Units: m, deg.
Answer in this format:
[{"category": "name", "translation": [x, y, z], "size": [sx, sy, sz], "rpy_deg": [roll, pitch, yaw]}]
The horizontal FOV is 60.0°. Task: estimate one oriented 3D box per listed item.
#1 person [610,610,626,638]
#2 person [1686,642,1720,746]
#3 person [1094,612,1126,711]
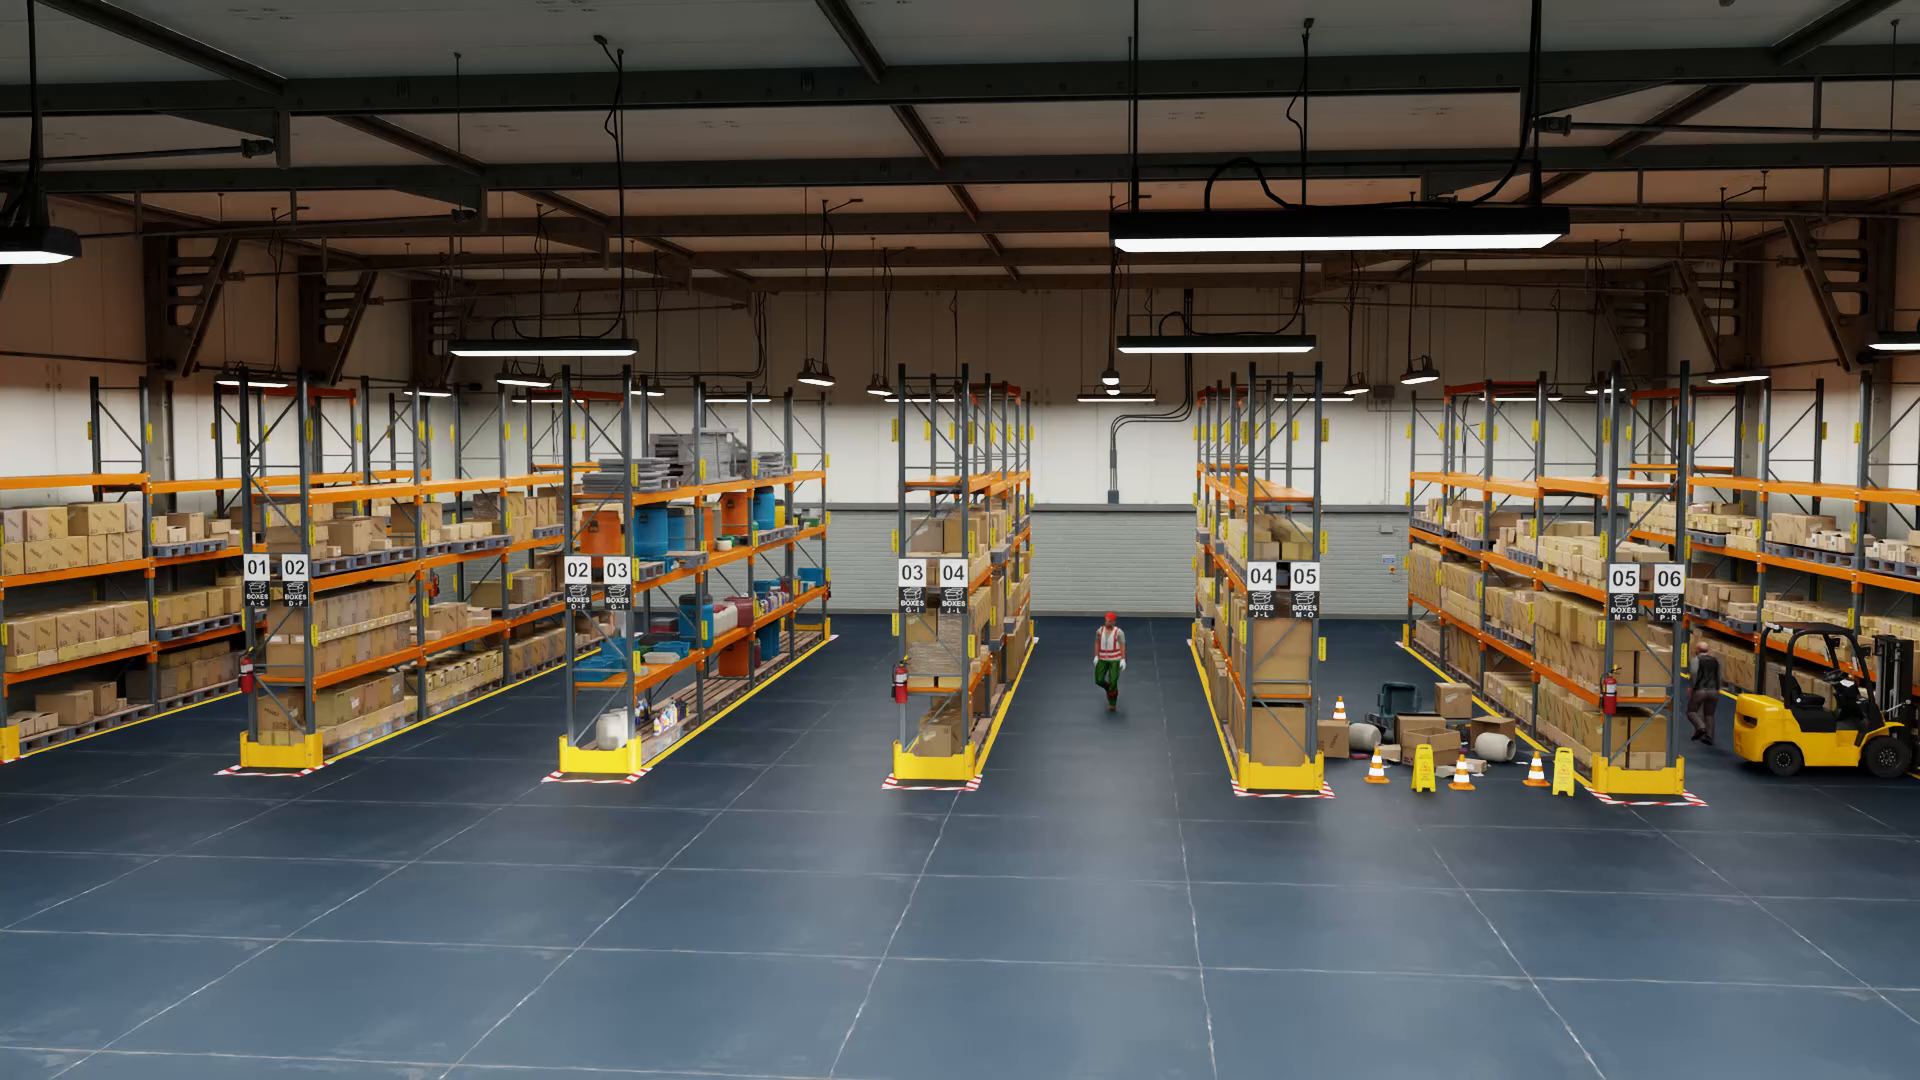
[{"category": "person", "translation": [-7.315, 1.874, 35.802], "size": [0.414, 1.623, 1.019], "rpy_deg": [0, 4, -4]}, {"category": "person", "translation": [12.050, 2.471, 26.955], "size": [0.584, 1.616, 0.739], "rpy_deg": [0, 4, 6]}, {"category": "person", "translation": [2.744, 2.174, 30.146], "size": [0.627, 1.777, 0.587], "rpy_deg": [2, 4, 25]}]
